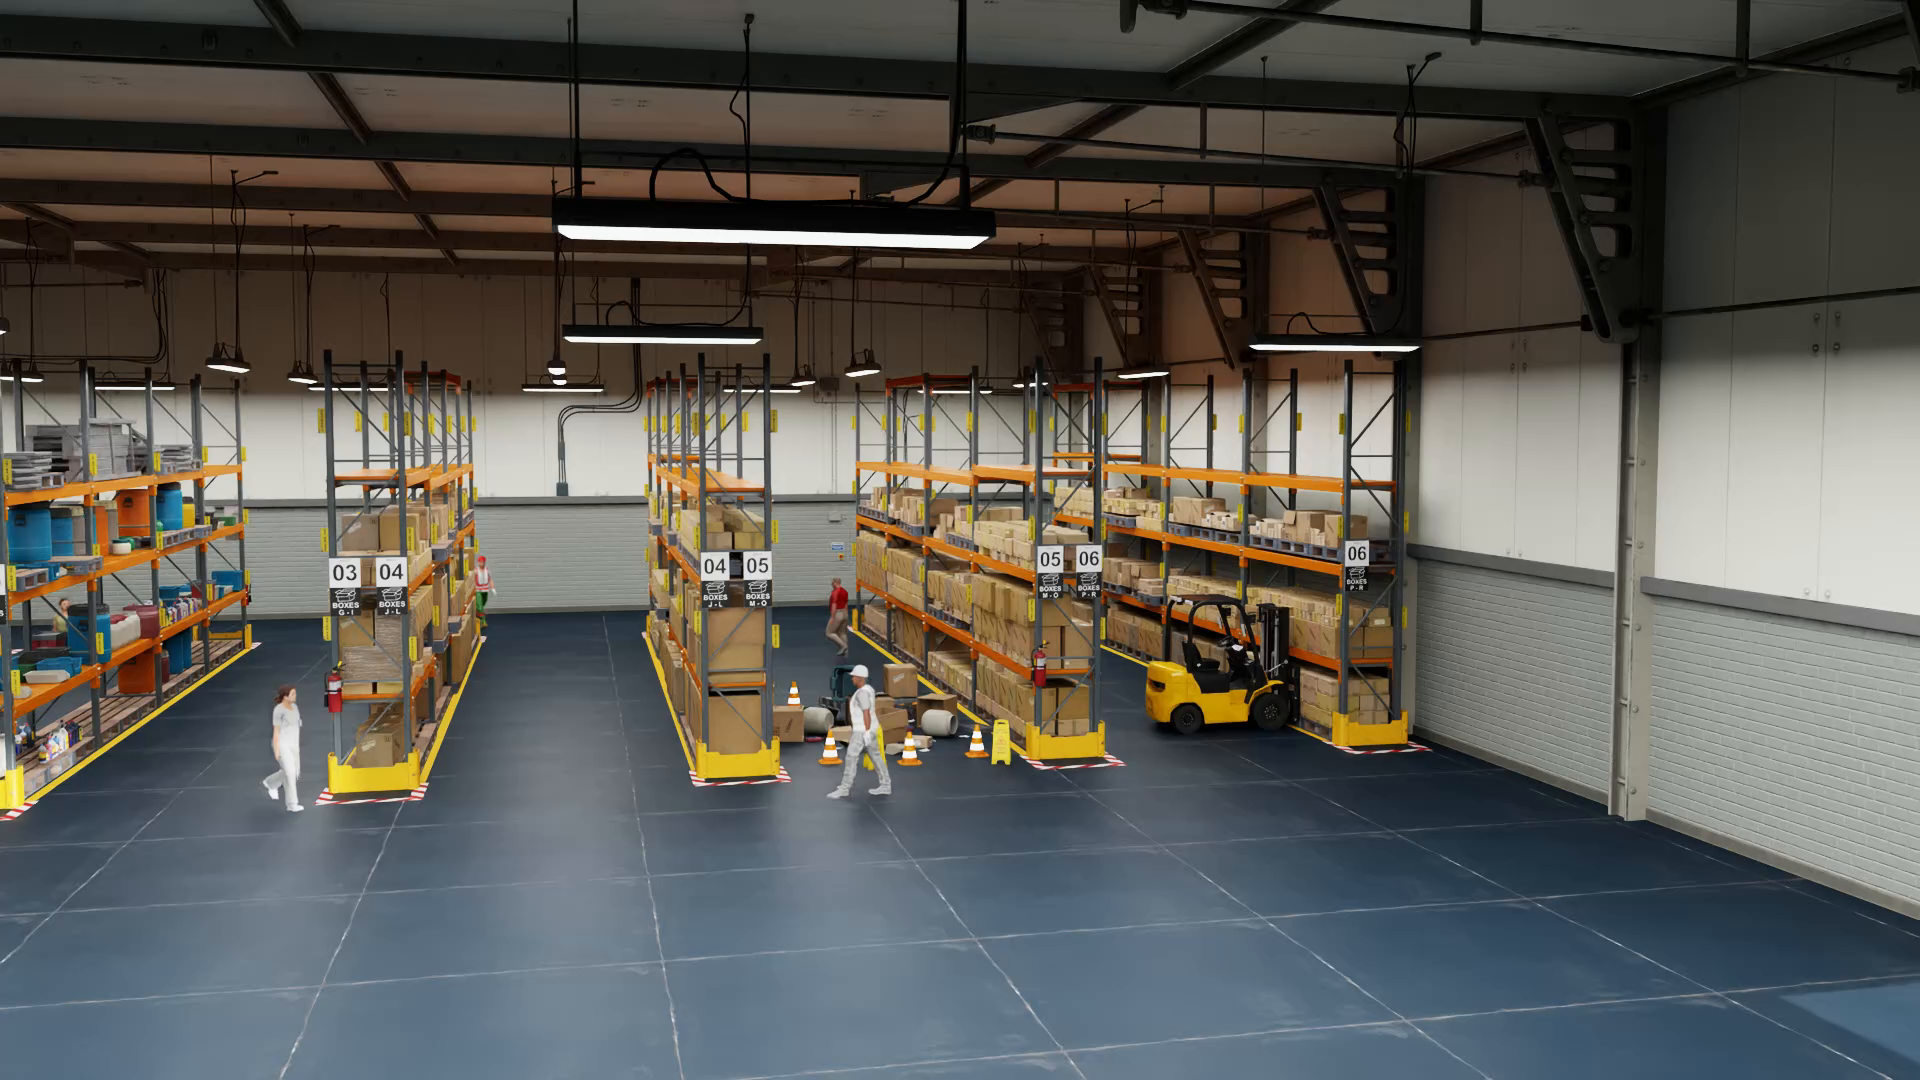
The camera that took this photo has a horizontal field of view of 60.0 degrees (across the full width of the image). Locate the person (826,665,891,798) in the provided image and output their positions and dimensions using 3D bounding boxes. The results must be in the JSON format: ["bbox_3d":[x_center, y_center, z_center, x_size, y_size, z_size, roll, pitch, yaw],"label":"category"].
[{"bbox_3d":[-1.334,2.558,22.339,0.823,1.760,0.584,1,4,12],"label":"person"}]

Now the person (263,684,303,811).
[{"bbox_3d":[-8.812,2.671,21.615,0.854,1.638,0.443,2,4,28],"label":"person"}]

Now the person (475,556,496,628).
[{"bbox_3d":[-11.790,1.255,40.999,0.585,1.719,1.085,-3,5,-40],"label":"person"}]

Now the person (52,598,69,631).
[{"bbox_3d":[-17.415,1.928,32.366,0.563,1.605,1.064,-1,4,-10],"label":"person"}]

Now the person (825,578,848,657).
[{"bbox_3d":[-2.560,1.664,35.492,0.506,1.721,0.598,2,5,30],"label":"person"}]
